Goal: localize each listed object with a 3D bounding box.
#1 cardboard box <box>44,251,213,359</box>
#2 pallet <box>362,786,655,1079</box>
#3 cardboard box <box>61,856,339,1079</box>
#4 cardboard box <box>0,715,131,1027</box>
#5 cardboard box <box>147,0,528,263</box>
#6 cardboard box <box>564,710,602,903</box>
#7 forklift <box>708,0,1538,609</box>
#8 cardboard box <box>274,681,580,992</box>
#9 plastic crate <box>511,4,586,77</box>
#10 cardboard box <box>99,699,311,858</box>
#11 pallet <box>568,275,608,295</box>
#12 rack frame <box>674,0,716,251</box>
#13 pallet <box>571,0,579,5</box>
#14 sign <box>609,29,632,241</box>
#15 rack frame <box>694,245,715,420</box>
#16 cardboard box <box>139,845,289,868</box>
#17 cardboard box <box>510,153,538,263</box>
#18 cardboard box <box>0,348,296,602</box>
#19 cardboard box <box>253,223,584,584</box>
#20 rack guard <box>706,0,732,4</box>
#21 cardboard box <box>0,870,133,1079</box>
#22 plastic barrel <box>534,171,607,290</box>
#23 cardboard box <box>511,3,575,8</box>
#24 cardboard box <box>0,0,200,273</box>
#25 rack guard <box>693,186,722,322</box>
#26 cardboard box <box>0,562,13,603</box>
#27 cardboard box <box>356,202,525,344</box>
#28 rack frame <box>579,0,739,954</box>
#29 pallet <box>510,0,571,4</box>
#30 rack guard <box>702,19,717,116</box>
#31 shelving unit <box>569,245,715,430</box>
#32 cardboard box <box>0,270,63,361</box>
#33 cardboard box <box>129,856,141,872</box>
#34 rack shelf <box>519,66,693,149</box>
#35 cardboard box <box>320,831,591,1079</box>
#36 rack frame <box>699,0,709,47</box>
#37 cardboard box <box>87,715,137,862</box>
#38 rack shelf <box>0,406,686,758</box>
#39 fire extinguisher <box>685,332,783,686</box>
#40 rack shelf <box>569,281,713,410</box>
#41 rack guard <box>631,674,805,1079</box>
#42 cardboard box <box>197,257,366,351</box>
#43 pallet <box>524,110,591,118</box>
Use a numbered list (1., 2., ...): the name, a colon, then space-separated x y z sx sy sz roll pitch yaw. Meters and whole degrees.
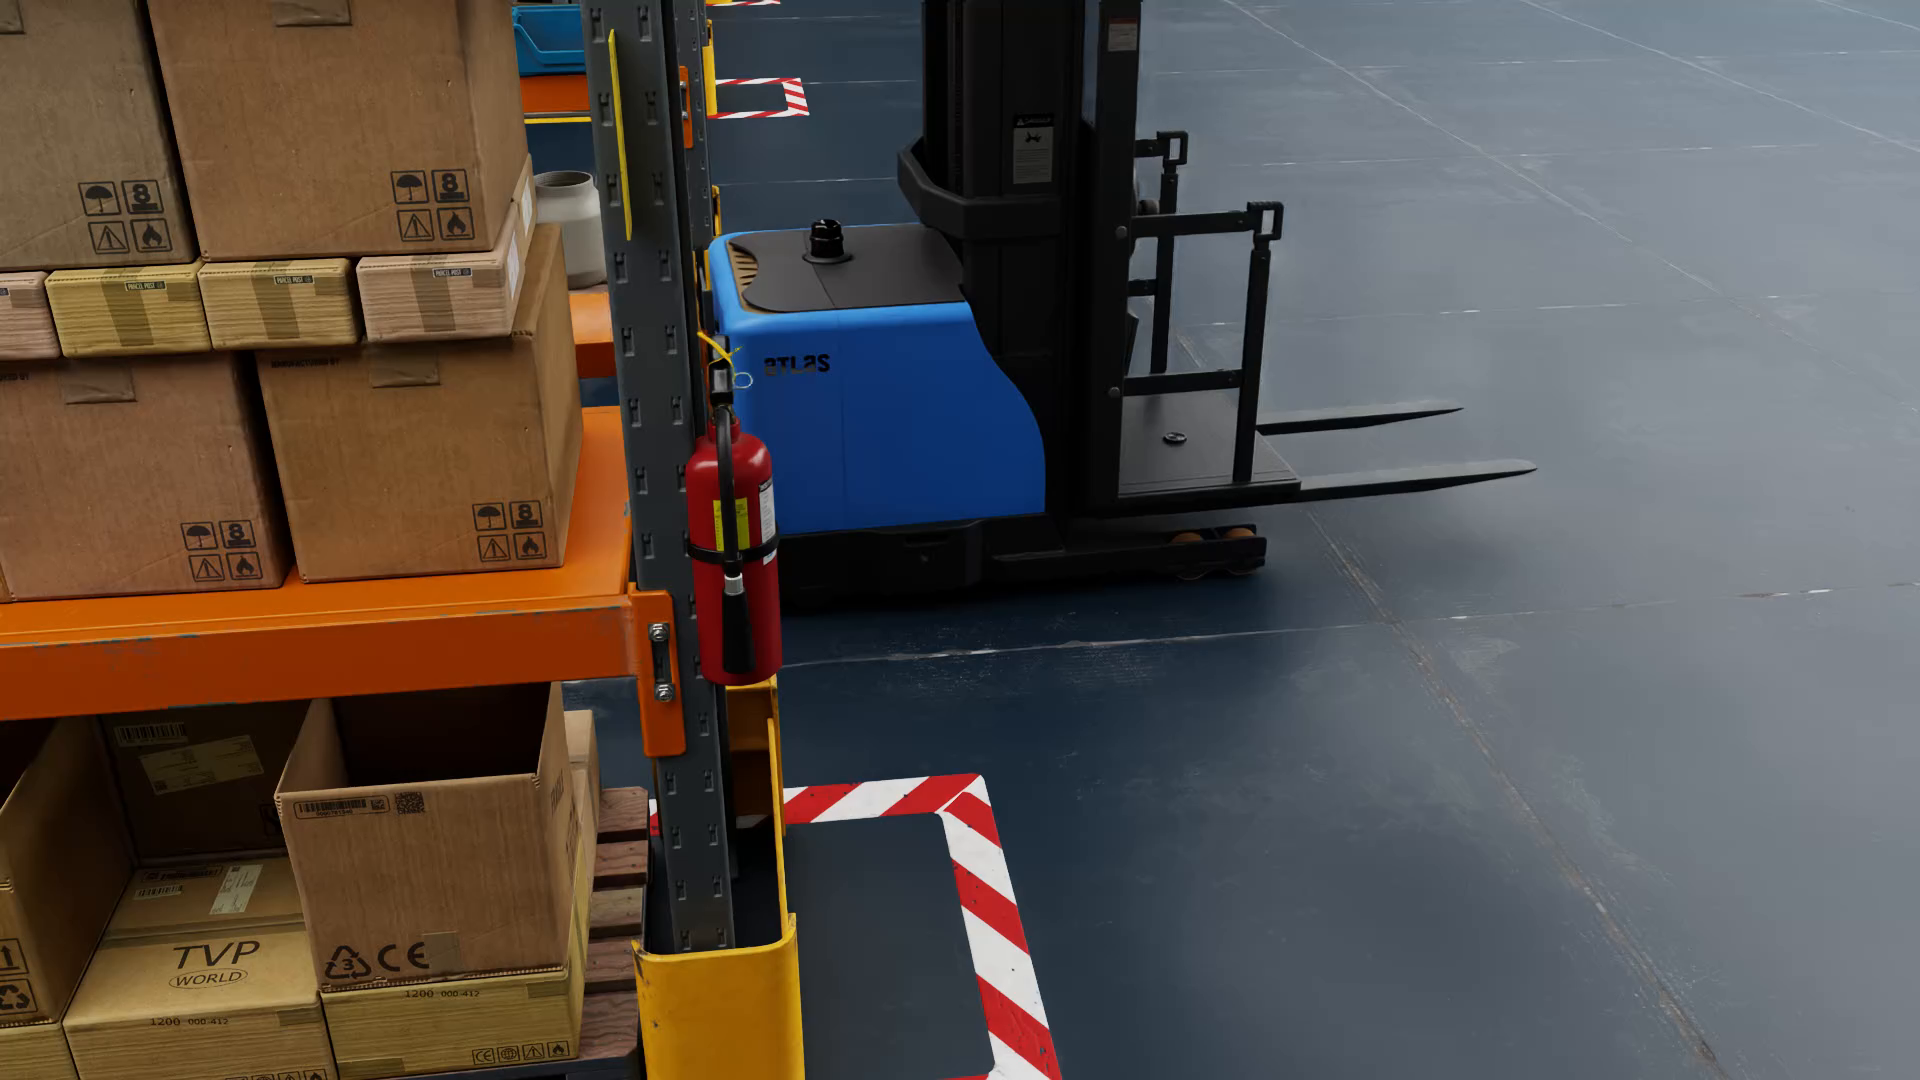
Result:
1. cardboard box: -1.482 -0.476 3.073 0.250 0.149 0.380 -4 27 -8
2. pallet: -1.369 1.021 4.029 1.213 0.211 1.003 -4 27 -7
3. cardboard box: -1.601 0.954 3.657 0.500 0.250 0.500 -4 27 -7
4. cardboard box: -2.096 0.654 3.419 0.500 0.500 0.500 -4 27 -7
5. cardboard box: -1.134 -0.882 3.152 0.500 0.500 0.700 -4 27 -7
6. cardboard box: -1.180 0.683 4.186 0.500 0.250 0.500 -4 27 -7
7. forklift: 0.638 -1.391 5.751 3.031 2.935 1.130 -5 28 -10
8. cardboard box: -1.107 0.584 3.556 0.500 0.500 0.500 -4 27 -7
9. plastic crate: -1.758 -2.294 7.597 0.616 0.251 0.499 -4 27 -7
10. cardboard box: -1.675 0.382 3.951 0.500 0.500 0.500 -4 27 -7
11. pallet: -2.178 -1.211 8.379 1.213 0.211 1.003 -4 27 -7
12. rack frame: -1.304 -2.527 7.889 0.127 3.000 1.000 -4 27 -7
13. pallet: -3.366 -5.688 17.104 1.213 0.211 1.003 -4 27 -7
14. sign: -0.556 -0.662 2.726 0.005 0.325 0.100 -4 27 -7
15. rack frame: -0.861 -0.412 5.821 0.032 1.125 0.500 -5 28 -10
16. cardboard box: -1.674 0.716 4.120 0.500 0.250 0.500 -4 27 -7
17. cardboard box: -1.036 -0.693 3.494 0.250 0.149 0.380 -4 27 -7
18. cardboard box: -1.601 -0.272 3.385 0.500 0.500 0.700 -3 27 -6
19. cardboard box: -1.082 -0.308 3.455 0.500 0.500 0.700 -4 27 -7
20. rack guard: -2.561 -5.904 17.209 0.348 0.500 1.175 -4 27 -7
21. cardboard box: -2.096 0.987 3.593 0.500 0.250 0.500 -4 27 -7
22. plastic barrel: -1.945 -1.530 8.212 0.421 0.512 0.421 0 27 0
23. cardboard box: -3.202 -3.755 12.560 0.500 0.500 0.500 3 27 6
24. cardboard box: -1.654 -0.846 3.082 0.500 0.500 0.700 -4 27 -8
25. rack guard: -1.373 -1.389 8.409 0.348 0.500 1.175 -4 27 -7
26. cardboard box: -2.094 -0.243 3.329 0.500 0.500 0.700 -3 27 -7
27. cardboard box: -0.970 -0.510 3.138 0.250 0.149 0.380 -4 27 -8
28. rack frame: -0.618 -0.287 3.524 0.127 3.000 1.000 -4 27 -7
29. pallet: -4.571 -5.612 16.955 1.213 0.211 1.003 -4 27 -7
30. rack guard: -2.069 -3.649 12.814 0.348 0.500 1.175 -4 27 -7
31. shelving unit: -1.359 -0.367 5.733 1.048 1.125 0.538 -5 28 -10
32. cardboard box: -1.731 -0.461 3.043 0.250 0.149 0.380 -3 27 -6
33. cardboard box: -2.170 0.748 4.059 0.500 0.250 0.500 -4 27 -7
34. rack shelf: -3.285 -2.080 7.805 4.000 0.370 1.077 -4 27 -7
35. cardboard box: -1.108 0.917 3.729 0.500 0.250 0.500 -4 27 -7
36. rack frame: -1.994 -4.766 12.253 0.127 3.000 1.000 -4 27 -7
37. cardboard box: -2.168 0.419 3.877 0.500 0.500 0.500 -4 27 -7
38. rack shelf: -2.598 0.160 3.441 4.000 0.370 1.077 -4 27 -7
39. fire extinguisher: -0.436 -0.050 3.147 0.183 0.674 0.296 -4 27 -7
40. rack shelf: -1.359 -0.627 5.599 1.000 0.278 0.538 -5 28 -10
41. rack guard: -0.594 0.823 4.098 0.348 0.500 1.175 -4 27 -7
42. cardboard box: -1.229 -0.493 3.104 0.250 0.149 0.380 -3 27 -6
43. pallet: -2.879 -3.485 12.810 1.213 0.211 1.003 -4 27 -7
